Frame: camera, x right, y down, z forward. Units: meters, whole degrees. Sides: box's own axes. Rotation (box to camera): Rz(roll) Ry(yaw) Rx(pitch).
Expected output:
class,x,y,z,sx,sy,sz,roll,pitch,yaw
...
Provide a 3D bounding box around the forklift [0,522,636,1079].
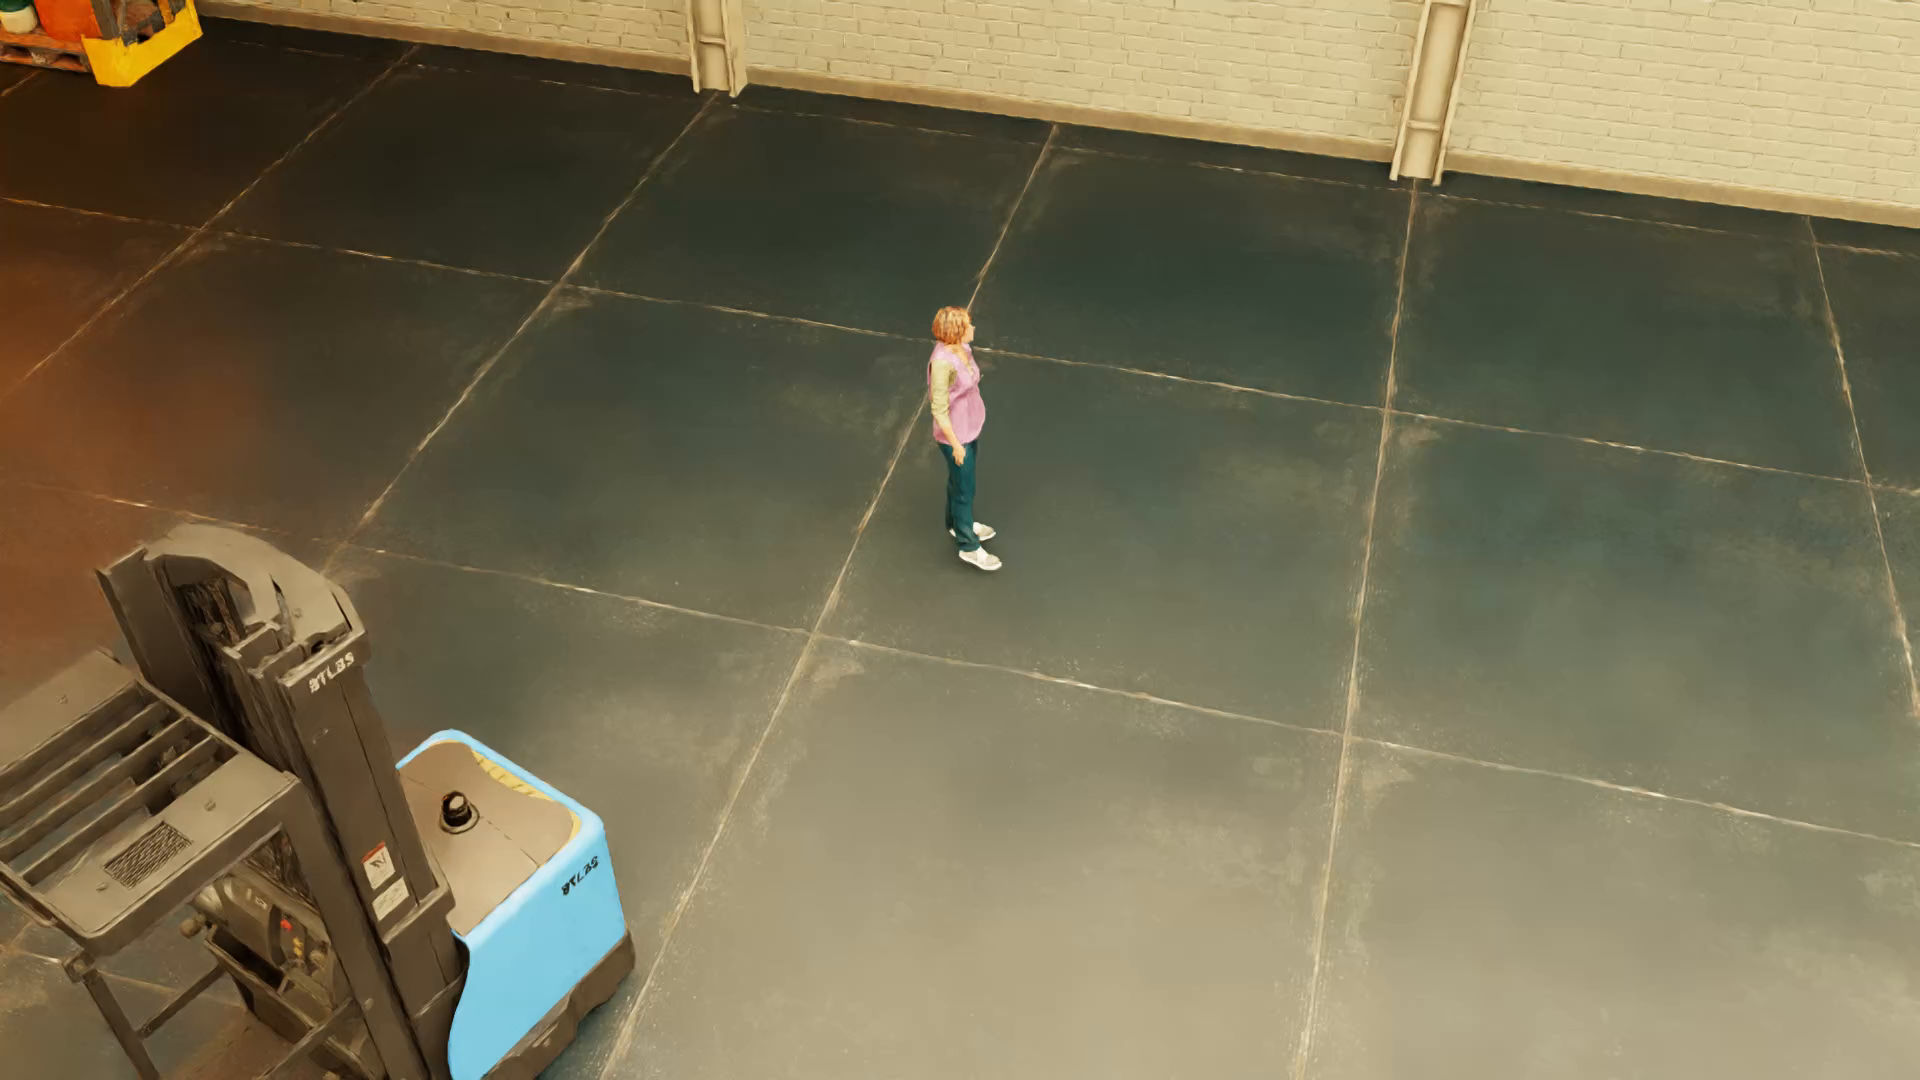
class,x,y,z,sx,sy,sz,roll,pitch,yaw
forklift,-2.766,1.513,6.135,1.130,2.935,3.031,25,47,25

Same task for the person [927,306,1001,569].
class,x,y,z,sx,sy,sz,roll,pitch,yaw
person,0.067,-0.614,9.504,0.476,1.596,0.520,10,42,11
